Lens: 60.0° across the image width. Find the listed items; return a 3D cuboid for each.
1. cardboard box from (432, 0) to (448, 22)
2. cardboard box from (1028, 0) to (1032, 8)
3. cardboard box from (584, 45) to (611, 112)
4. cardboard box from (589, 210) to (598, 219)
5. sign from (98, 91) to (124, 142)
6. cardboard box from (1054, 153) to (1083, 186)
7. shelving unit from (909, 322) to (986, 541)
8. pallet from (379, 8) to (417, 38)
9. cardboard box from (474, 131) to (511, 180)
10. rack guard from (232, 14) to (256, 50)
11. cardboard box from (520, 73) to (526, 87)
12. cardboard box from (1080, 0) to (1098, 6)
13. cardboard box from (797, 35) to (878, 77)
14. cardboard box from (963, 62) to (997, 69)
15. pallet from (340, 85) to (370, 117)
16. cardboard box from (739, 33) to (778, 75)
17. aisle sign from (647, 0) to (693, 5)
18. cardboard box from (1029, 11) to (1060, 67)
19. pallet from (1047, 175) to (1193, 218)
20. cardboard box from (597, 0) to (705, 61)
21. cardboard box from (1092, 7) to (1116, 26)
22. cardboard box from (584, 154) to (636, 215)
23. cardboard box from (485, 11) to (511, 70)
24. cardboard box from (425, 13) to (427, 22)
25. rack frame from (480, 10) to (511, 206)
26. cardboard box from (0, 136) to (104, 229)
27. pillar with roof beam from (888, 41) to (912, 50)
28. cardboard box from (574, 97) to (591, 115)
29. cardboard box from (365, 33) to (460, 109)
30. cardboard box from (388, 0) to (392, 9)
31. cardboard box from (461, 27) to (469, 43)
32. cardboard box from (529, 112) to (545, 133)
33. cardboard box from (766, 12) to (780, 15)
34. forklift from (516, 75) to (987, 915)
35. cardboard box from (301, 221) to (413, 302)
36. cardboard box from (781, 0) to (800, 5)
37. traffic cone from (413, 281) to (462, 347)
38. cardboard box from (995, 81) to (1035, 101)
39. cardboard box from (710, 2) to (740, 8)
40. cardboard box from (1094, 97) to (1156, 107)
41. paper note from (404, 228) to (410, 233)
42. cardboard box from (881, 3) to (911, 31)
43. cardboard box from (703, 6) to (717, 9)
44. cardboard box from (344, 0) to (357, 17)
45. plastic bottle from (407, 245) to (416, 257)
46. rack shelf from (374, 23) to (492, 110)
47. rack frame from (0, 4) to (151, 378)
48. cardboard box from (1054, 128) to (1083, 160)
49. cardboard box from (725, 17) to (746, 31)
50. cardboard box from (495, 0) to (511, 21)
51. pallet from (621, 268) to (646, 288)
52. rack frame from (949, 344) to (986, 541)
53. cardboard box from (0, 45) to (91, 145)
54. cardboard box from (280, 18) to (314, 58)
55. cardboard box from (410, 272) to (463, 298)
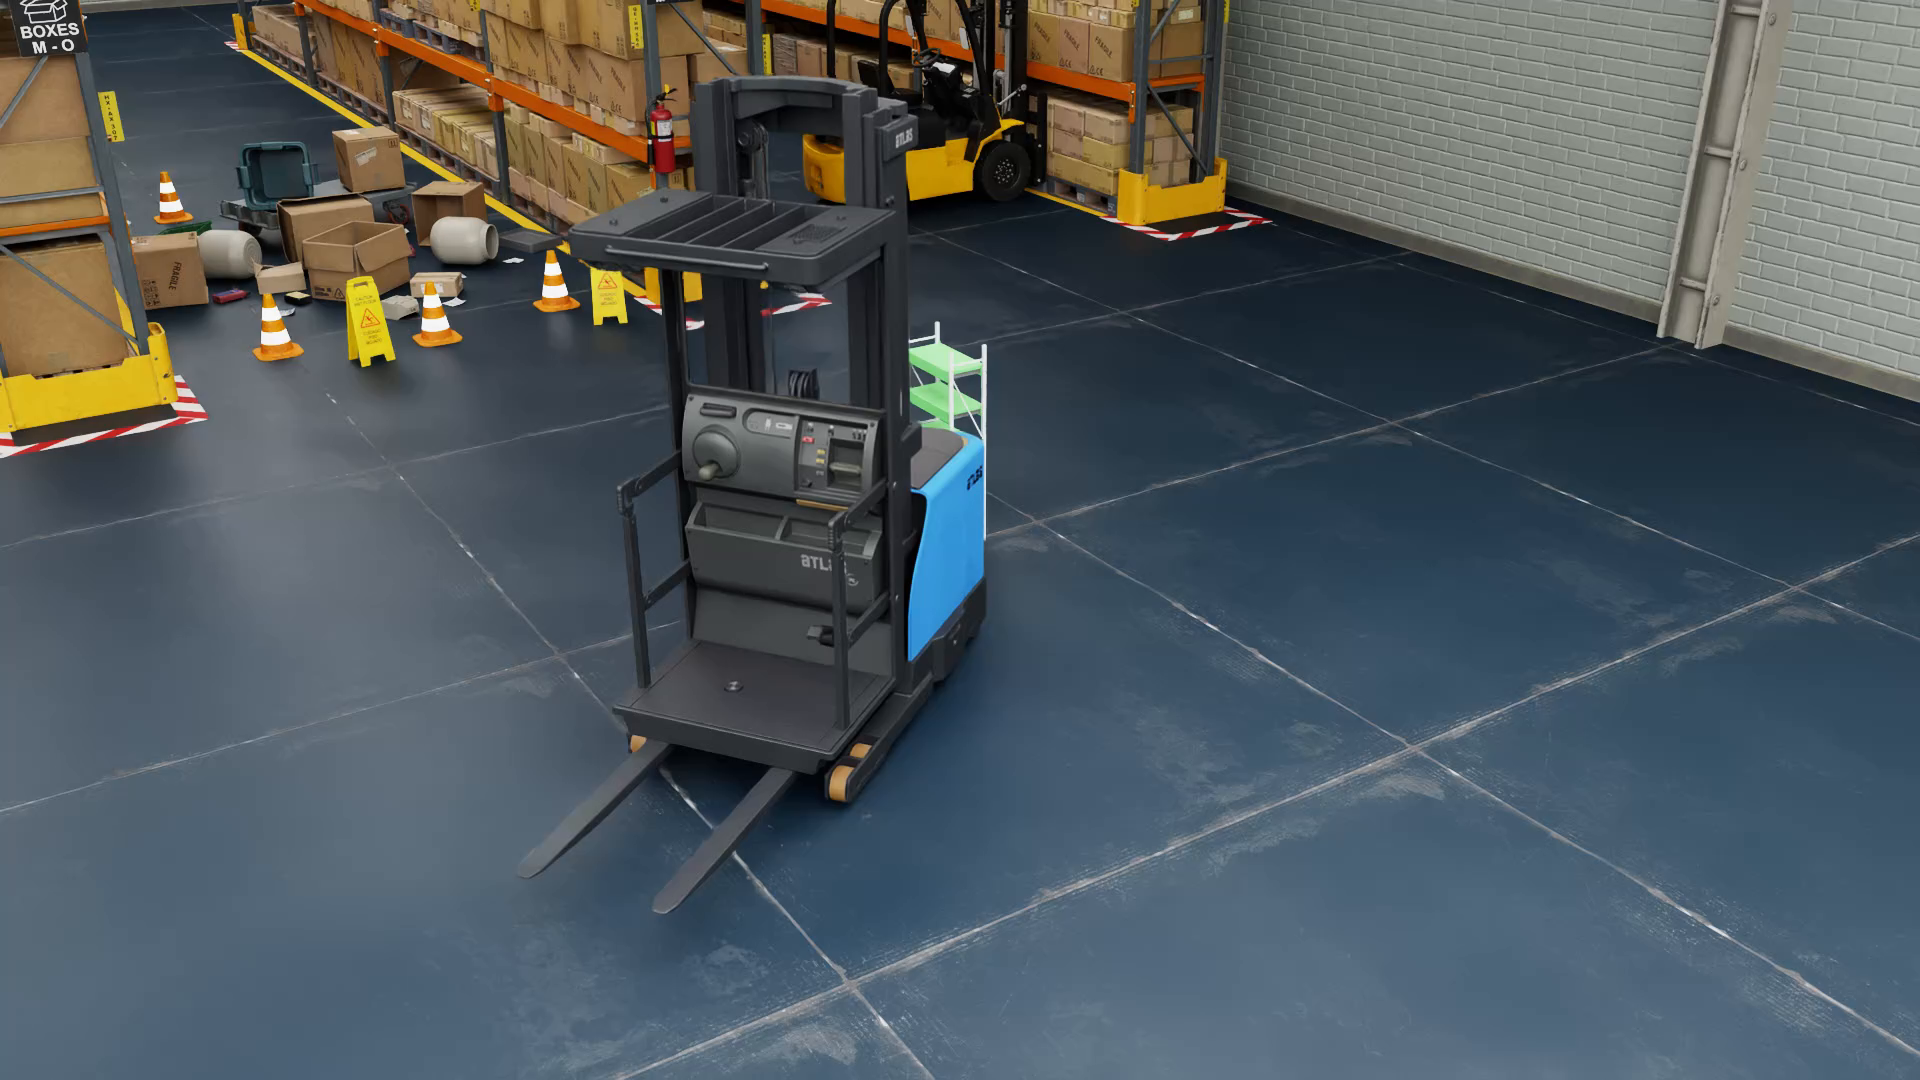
[{"bbox_3d":[-5.233,-5.743,17.444,0.500,0.500,0.500,-14,29,-28],"label":"cardboard box"},{"bbox_3d":[0.894,-5.587,17.193,0.380,0.149,0.250,-16,30,-30],"label":"cardboard box"},{"bbox_3d":[-2.854,-3.958,14.154,0.500,0.500,0.500,-15,29,-29],"label":"cardboard box"},{"bbox_3d":[-3.000,-2.828,14.955,0.500,0.250,0.500,-15,29,-29],"label":"cardboard box"},{"bbox_3d":[-5.681,-2.833,11.130,0.100,0.325,0.005,-16,29,-30],"label":"sign"},{"bbox_3d":[1.315,-3.847,17.114,0.500,0.250,0.500,-16,29,-30],"label":"cardboard box"},{"bbox_3d":[-0.090,-0.602,9.619,0.258,1.200,0.503,-16,29,-30],"label":"shelving unit"},{"bbox_3d":[-5.946,-6.012,19.197,1.213,0.211,1.003,-16,29,-30],"label":"pallet"},{"bbox_3d":[-4.529,-4.087,17.480,0.950,0.372,0.625,-15,29,-29],"label":"cardboard box"},{"bbox_3d":[-10.804,-8.069,26.257,1.175,0.500,0.348,-16,29,-30],"label":"rack guard"},{"bbox_3d":[-3.985,-4.431,15.917,0.380,0.149,0.250,-16,29,-30],"label":"cardboard box"},{"bbox_3d":[1.402,-5.346,16.336,0.380,0.149,0.250,-15,29,-28],"label":"cardboard box"},{"bbox_3d":[-1.575,-6.145,21.543,0.875,0.625,0.625,-14,29,-28],"label":"cardboard box"},{"bbox_3d":[0.347,-5.324,19.072,0.500,0.250,0.500,-15,29,-29],"label":"cardboard box"},{"bbox_3d":[-7.453,-5.804,21.797,1.003,0.211,1.213,-16,29,-30],"label":"pallet"},{"bbox_3d":[-2.678,-6.648,22.755,0.500,0.500,0.500,-15,29,-28],"label":"cardboard box"},{"bbox_3d":[-2.266,-4.554,12.837,0.394,0.787,0.004,-16,29,-30],"label":"aisle sign"},{"bbox_3d":[1.056,-5.157,17.043,0.500,0.500,0.500,-16,30,-31],"label":"cardboard box"},{"bbox_3d":[1.647,-3.629,17.189,1.003,0.211,1.213,-16,29,-30],"label":"pallet"},{"bbox_3d":[-2.519,-4.231,13.563,0.700,0.500,0.500,-16,30,-31],"label":"cardboard box"},{"bbox_3d":[1.511,-5.108,16.179,0.380,0.149,0.250,-15,29,-29],"label":"cardboard box"},{"bbox_3d":[-3.000,-3.165,14.791,0.500,0.500,0.500,-14,29,-28],"label":"cardboard box"},{"bbox_3d":[-4.234,-4.856,16.057,0.500,0.500,0.500,-16,29,-30],"label":"cardboard box"},{"bbox_3d":[-5.649,-5.765,18.251,0.380,0.149,0.250,-14,29,-28],"label":"cardboard box"},{"bbox_3d":[-4.241,-4.898,16.613,1.000,3.000,0.127,-16,29,-30],"label":"rack frame"},{"bbox_3d":[-6.390,-2.468,11.289,0.875,0.550,0.550,-16,29,-30],"label":"cardboard box"},{"bbox_3d":[-4.407,-8.941,18.148,9.100,9.000,0.400,-16,29,-30],"label":"pillar with roof beam"},{"bbox_3d":[-3.197,-3.879,14.748,0.380,0.149,0.250,-16,30,-30],"label":"cardboard box"},{"bbox_3d":[-6.732,-5.825,20.572,0.875,0.875,0.875,-16,30,-30],"label":"cardboard box"},{"bbox_3d":[-6.402,-6.246,19.269,0.380,0.149,0.250,-17,30,-32],"label":"cardboard box"},{"bbox_3d":[-4.882,-5.193,17.039,0.380,0.149,0.250,-17,30,-31],"label":"cardboard box"},{"bbox_3d":[-3.845,-3.961,15.718,0.380,0.149,0.250,-14,29,-28],"label":"cardboard box"},{"bbox_3d":[-2.687,-7.390,23.566,0.380,0.149,0.250,-17,30,-32],"label":"cardboard box"},{"bbox_3d":[-0.870,-0.372,7.104,1.130,2.935,3.031,9,27,19],"label":"forklift"},{"bbox_3d":[-5.137,-2.377,14.196,0.637,0.503,0.797,7,26,15],"label":"cardboard box"},{"bbox_3d":[-1.959,-7.023,21.288,0.500,0.250,0.500,-16,30,-31],"label":"cardboard box"},{"bbox_3d":[-4.117,-1.793,13.007,0.336,0.463,0.334,-16,29,-30],"label":"traffic cone"},{"bbox_3d":[0.469,-4.849,18.065,0.500,0.250,0.500,-14,29,-28],"label":"cardboard box"},{"bbox_3d":[-3.453,-7.832,24.503,0.380,0.149,0.250,-15,29,-28],"label":"cardboard box"},{"bbox_3d":[1.720,-4.418,17.153,0.500,0.250,0.500,-15,29,-29],"label":"cardboard box"},{"bbox_3d":[-5.381,-2.969,16.003,0.148,0.019,0.142,-16,29,-30],"label":"paper note"},{"bbox_3d":[-0.578,-6.108,19.351,0.500,0.250,0.500,-15,29,-28],"label":"cardboard box"},{"bbox_3d":[-3.713,-7.628,24.071,0.380,0.149,0.250,-14,29,-28],"label":"cardboard box"},{"bbox_3d":[-7.210,-6.561,20.310,0.500,0.250,0.500,-15,29,-29],"label":"cardboard box"},{"bbox_3d":[-5.107,-2.671,15.336,0.133,0.061,0.283,-10,27,-21],"label":"plastic bottle"},{"bbox_3d":[-5.332,-5.288,18.282,1.077,0.370,4.000,-16,29,-30],"label":"rack shelf"},{"bbox_3d":[-6.149,-2.278,11.062,1.000,3.000,0.127,-16,29,-30],"label":"rack frame"},{"bbox_3d":[1.307,-4.082,17.026,0.500,0.250,0.500,-16,30,-30],"label":"cardboard box"},{"bbox_3d":[-3.031,-7.153,23.064,0.380,0.149,0.250,-17,30,-31],"label":"cardboard box"},{"bbox_3d":[-3.921,-5.135,15.476,0.700,0.500,0.500,-15,29,-29],"label":"cardboard box"},{"bbox_3d":[-2.512,-2.533,14.868,1.003,0.211,1.213,-16,29,-30],"label":"pallet"},{"bbox_3d":[0.043,-0.515,9.434,0.240,1.200,0.015,-16,29,-30],"label":"rack frame"},{"bbox_3d":[-6.319,-2.976,11.100,0.875,0.550,0.550,-16,29,-30],"label":"cardboard box"},{"bbox_3d":[-9.350,-7.361,24.338,0.875,0.438,0.875,-17,30,-31],"label":"cardboard box"},{"bbox_3d":[-4.465,-2.176,14.186,0.380,0.149,0.250,-1,25,-3],"label":"cardboard box"}]
